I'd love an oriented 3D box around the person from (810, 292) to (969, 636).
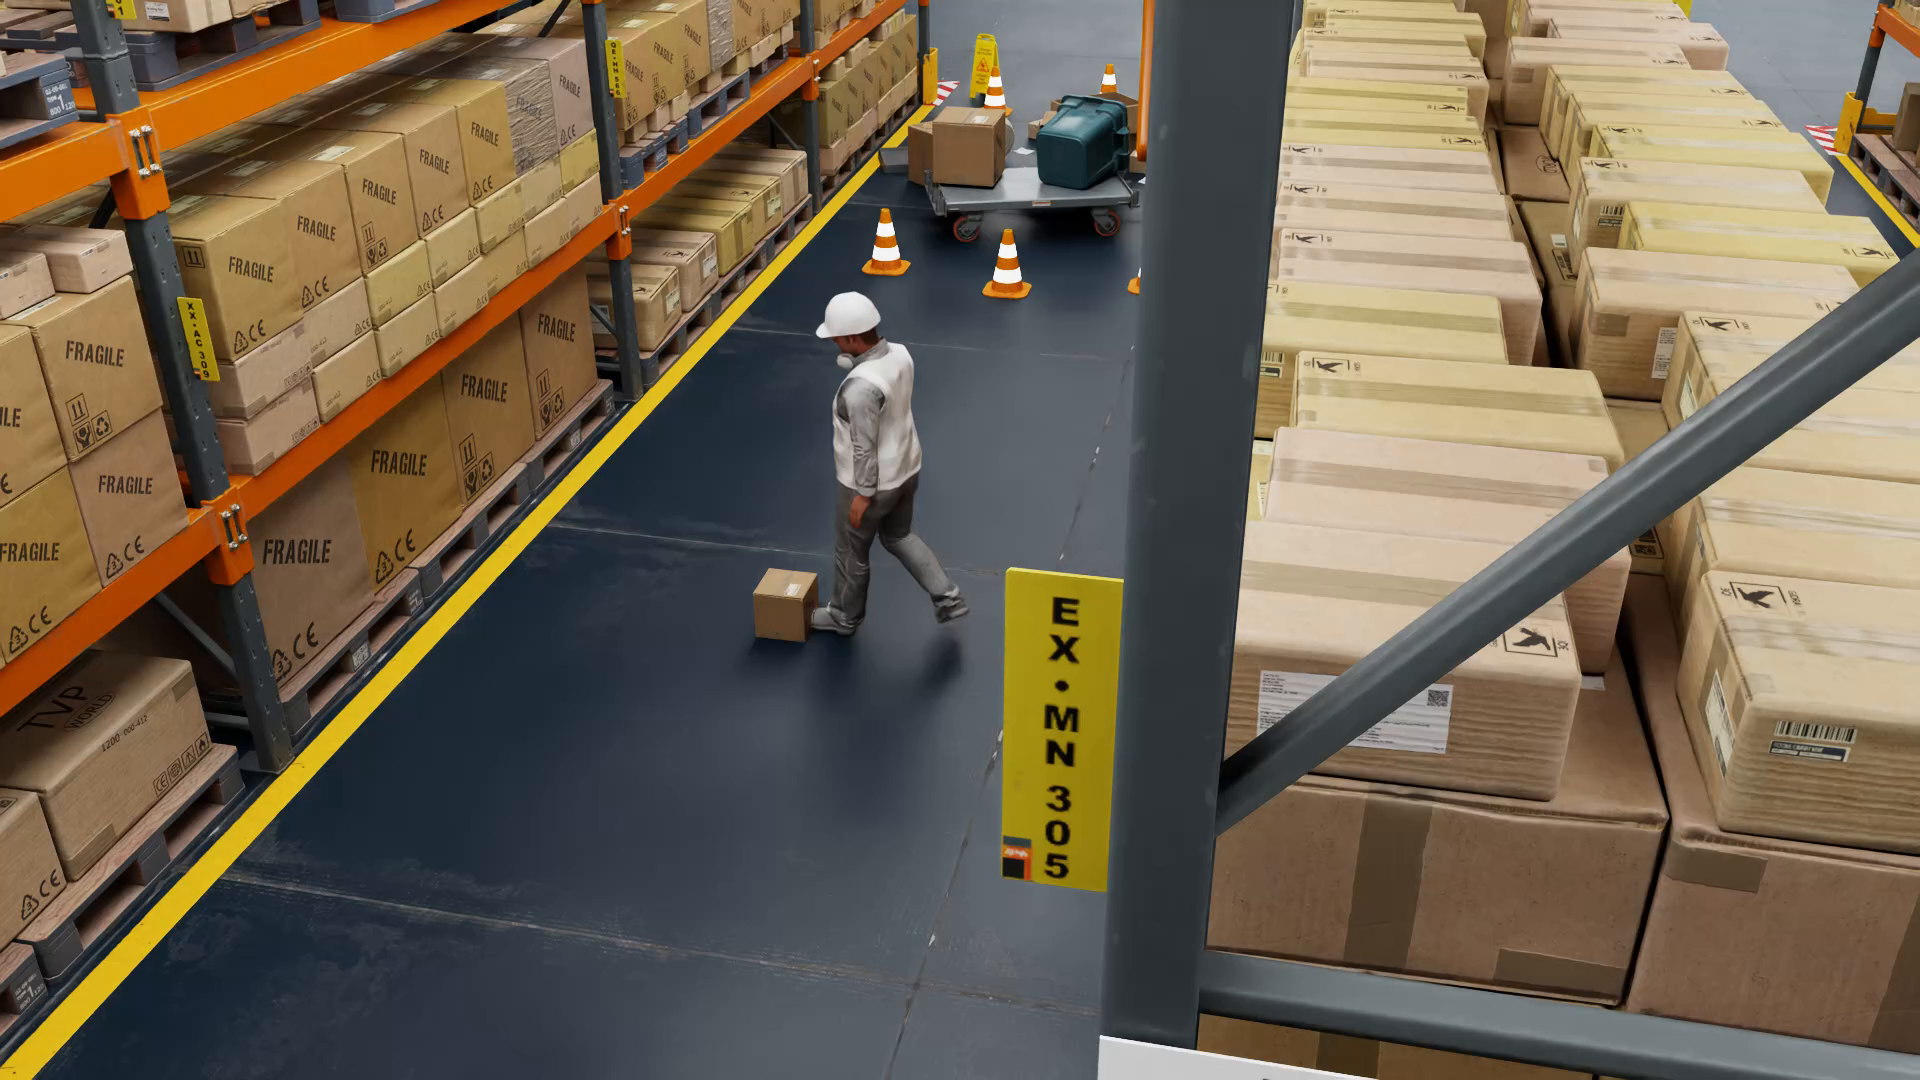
[{"bbox_3d":[-0.368,-0.311,7.660,0.851,1.757,0.554,14,32,24],"label":"person"}]
